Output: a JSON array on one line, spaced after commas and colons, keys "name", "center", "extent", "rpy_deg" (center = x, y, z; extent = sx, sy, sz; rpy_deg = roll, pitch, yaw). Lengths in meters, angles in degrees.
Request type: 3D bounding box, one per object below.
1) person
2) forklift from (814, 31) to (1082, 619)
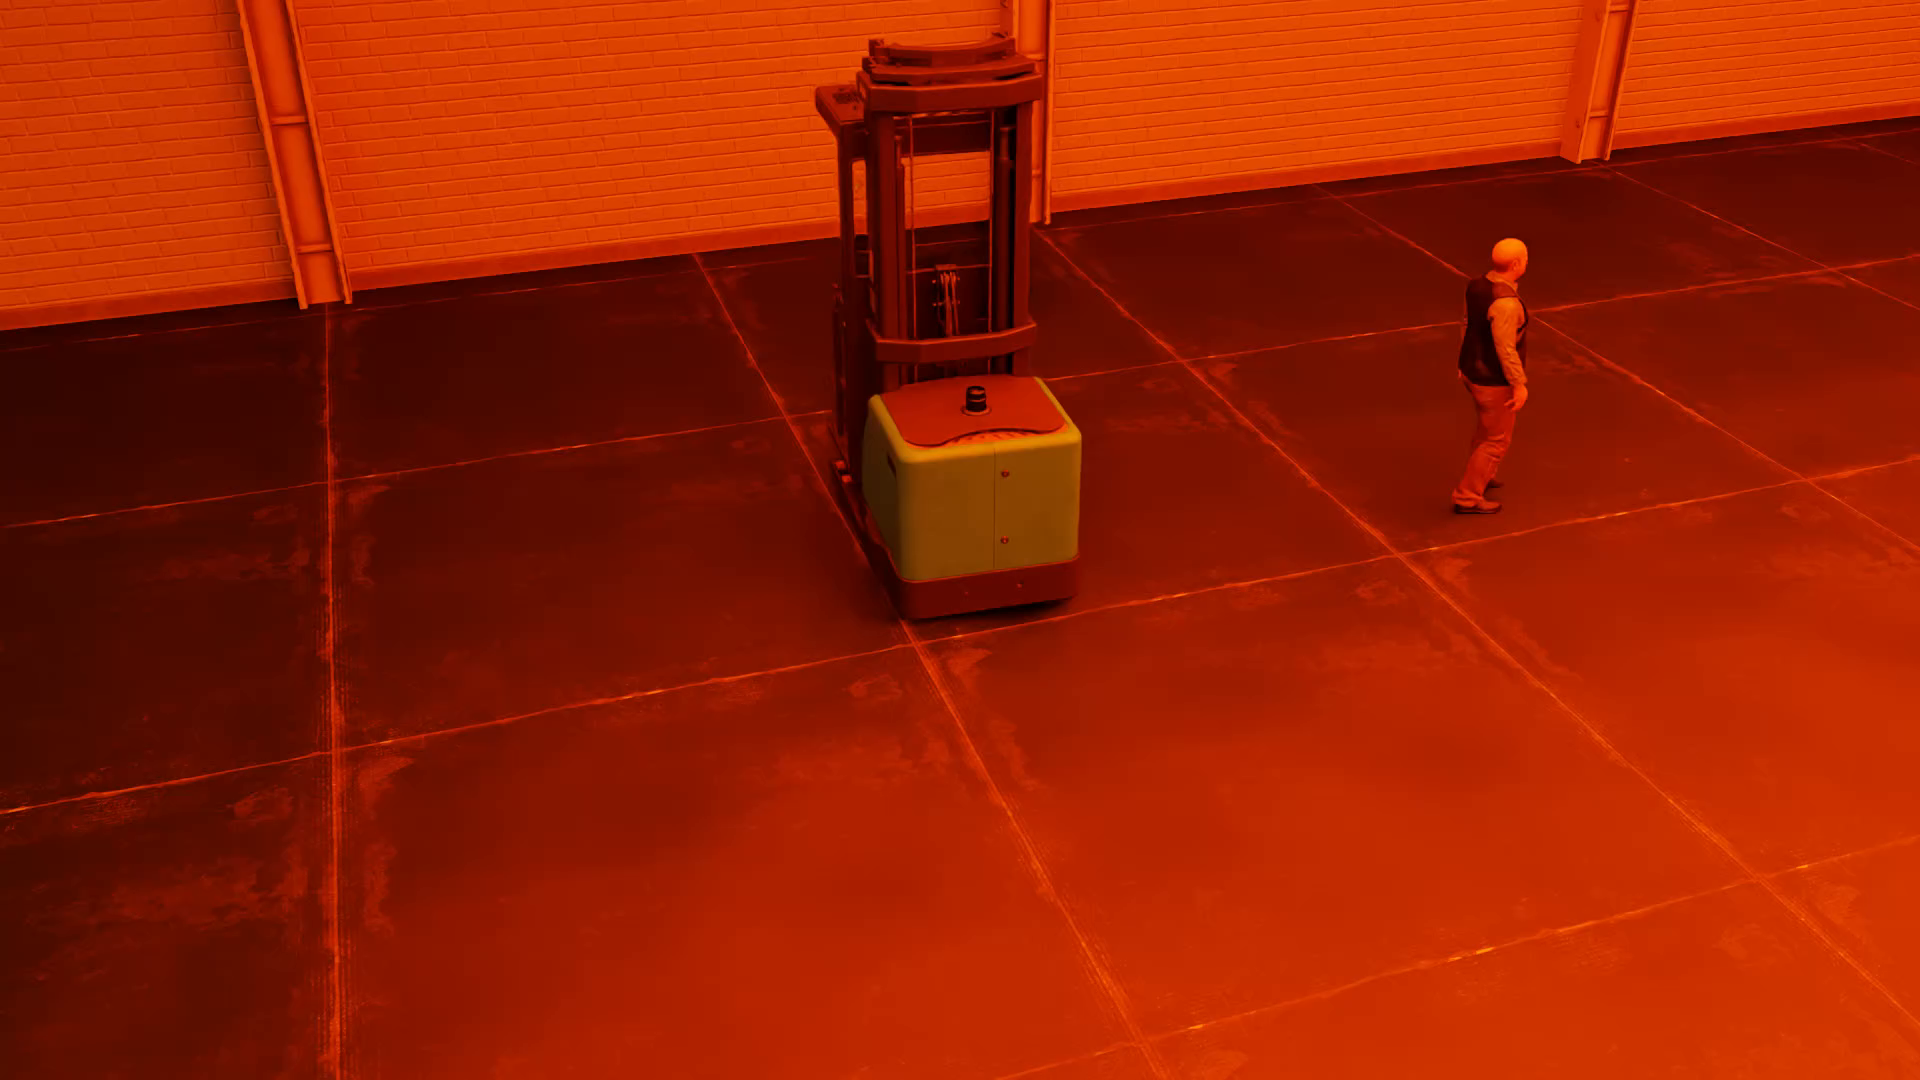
[{"name": "person", "center": [3.270, -0.935, 10.058], "extent": [0.509, 1.665, 0.614], "rpy_deg": [-3, 30, -5]}, {"name": "forklift", "center": [-0.202, -1.557, 9.793], "extent": [1.130, 2.935, 3.031], "rpy_deg": [-8, 31, -13]}]
